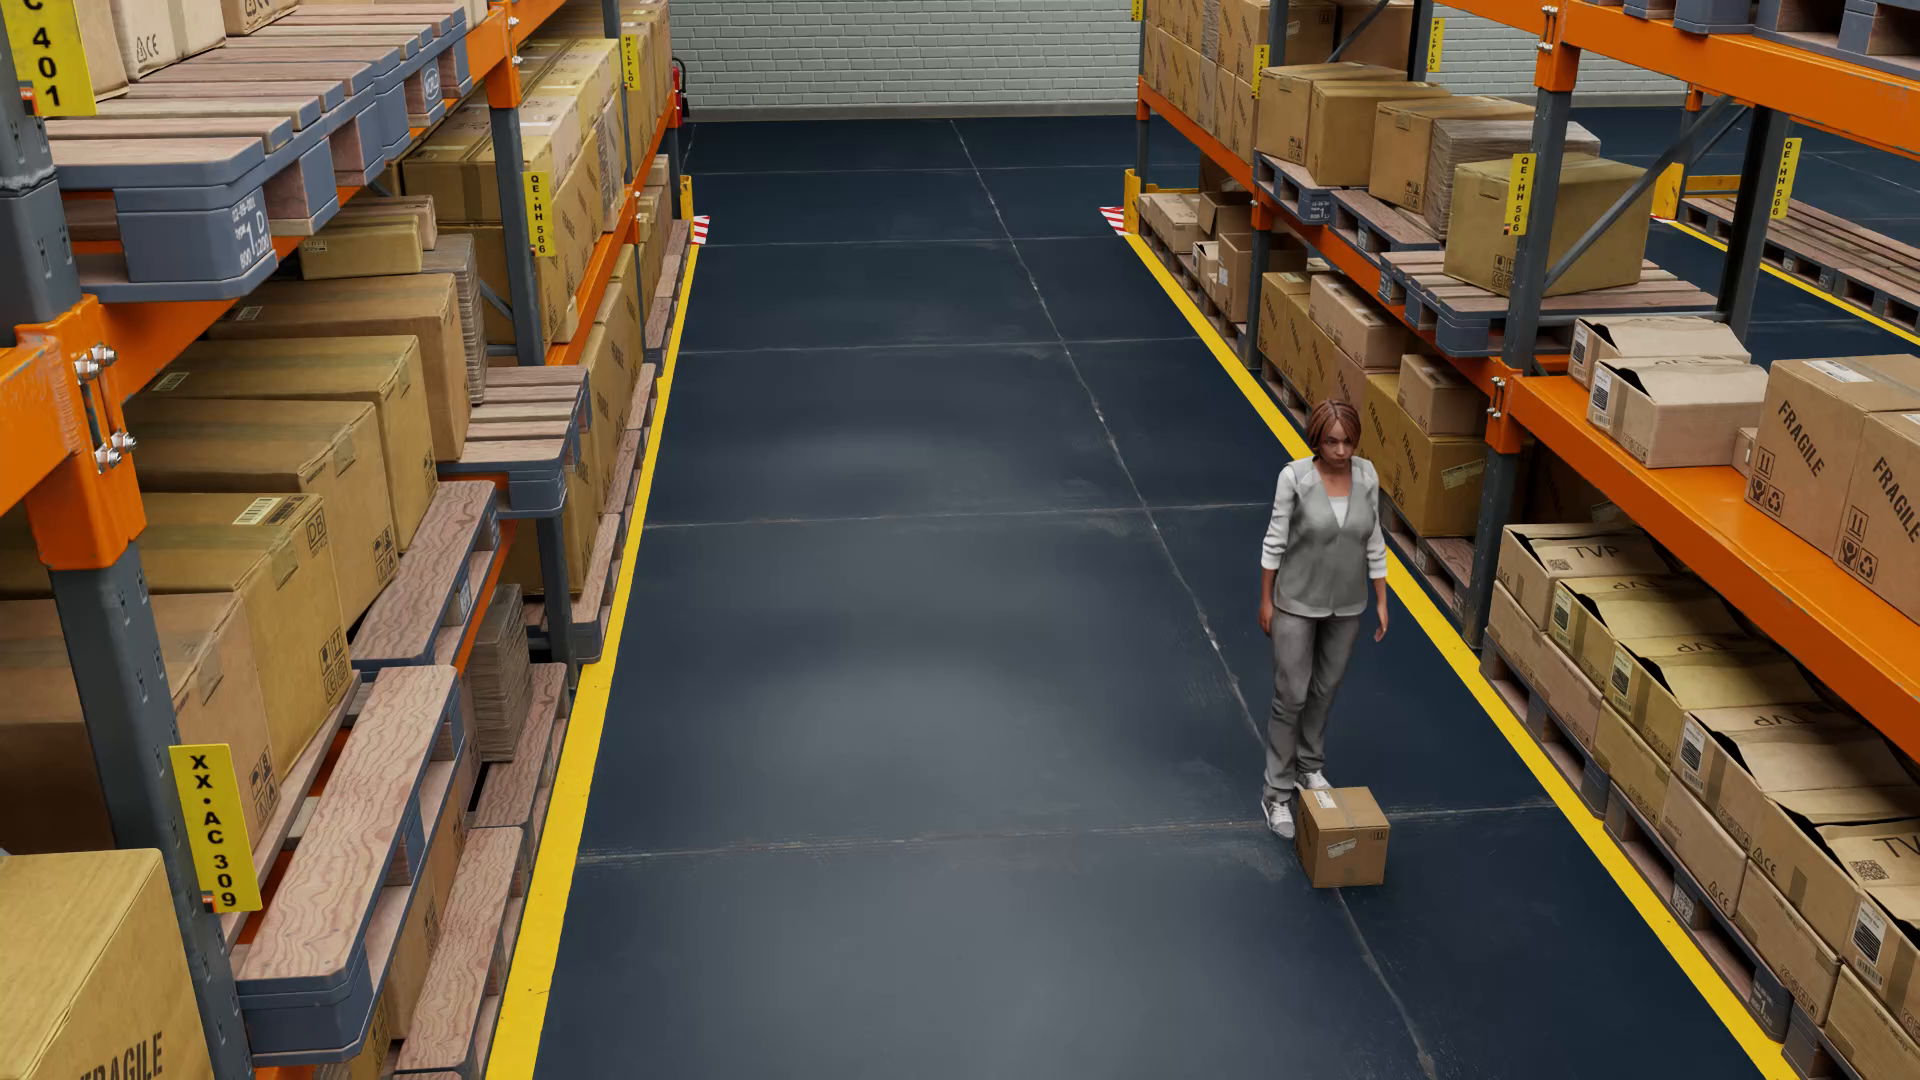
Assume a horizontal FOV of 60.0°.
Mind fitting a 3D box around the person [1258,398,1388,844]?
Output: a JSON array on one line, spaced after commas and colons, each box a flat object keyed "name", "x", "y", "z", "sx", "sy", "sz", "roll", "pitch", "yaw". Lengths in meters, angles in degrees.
[{"name": "person", "x": 1.334, "y": 0.283, "z": 5.995, "sx": 0.446, "sy": 1.622, "sz": 0.464, "roll": -5, "pitch": 25, "yaw": -11}]
